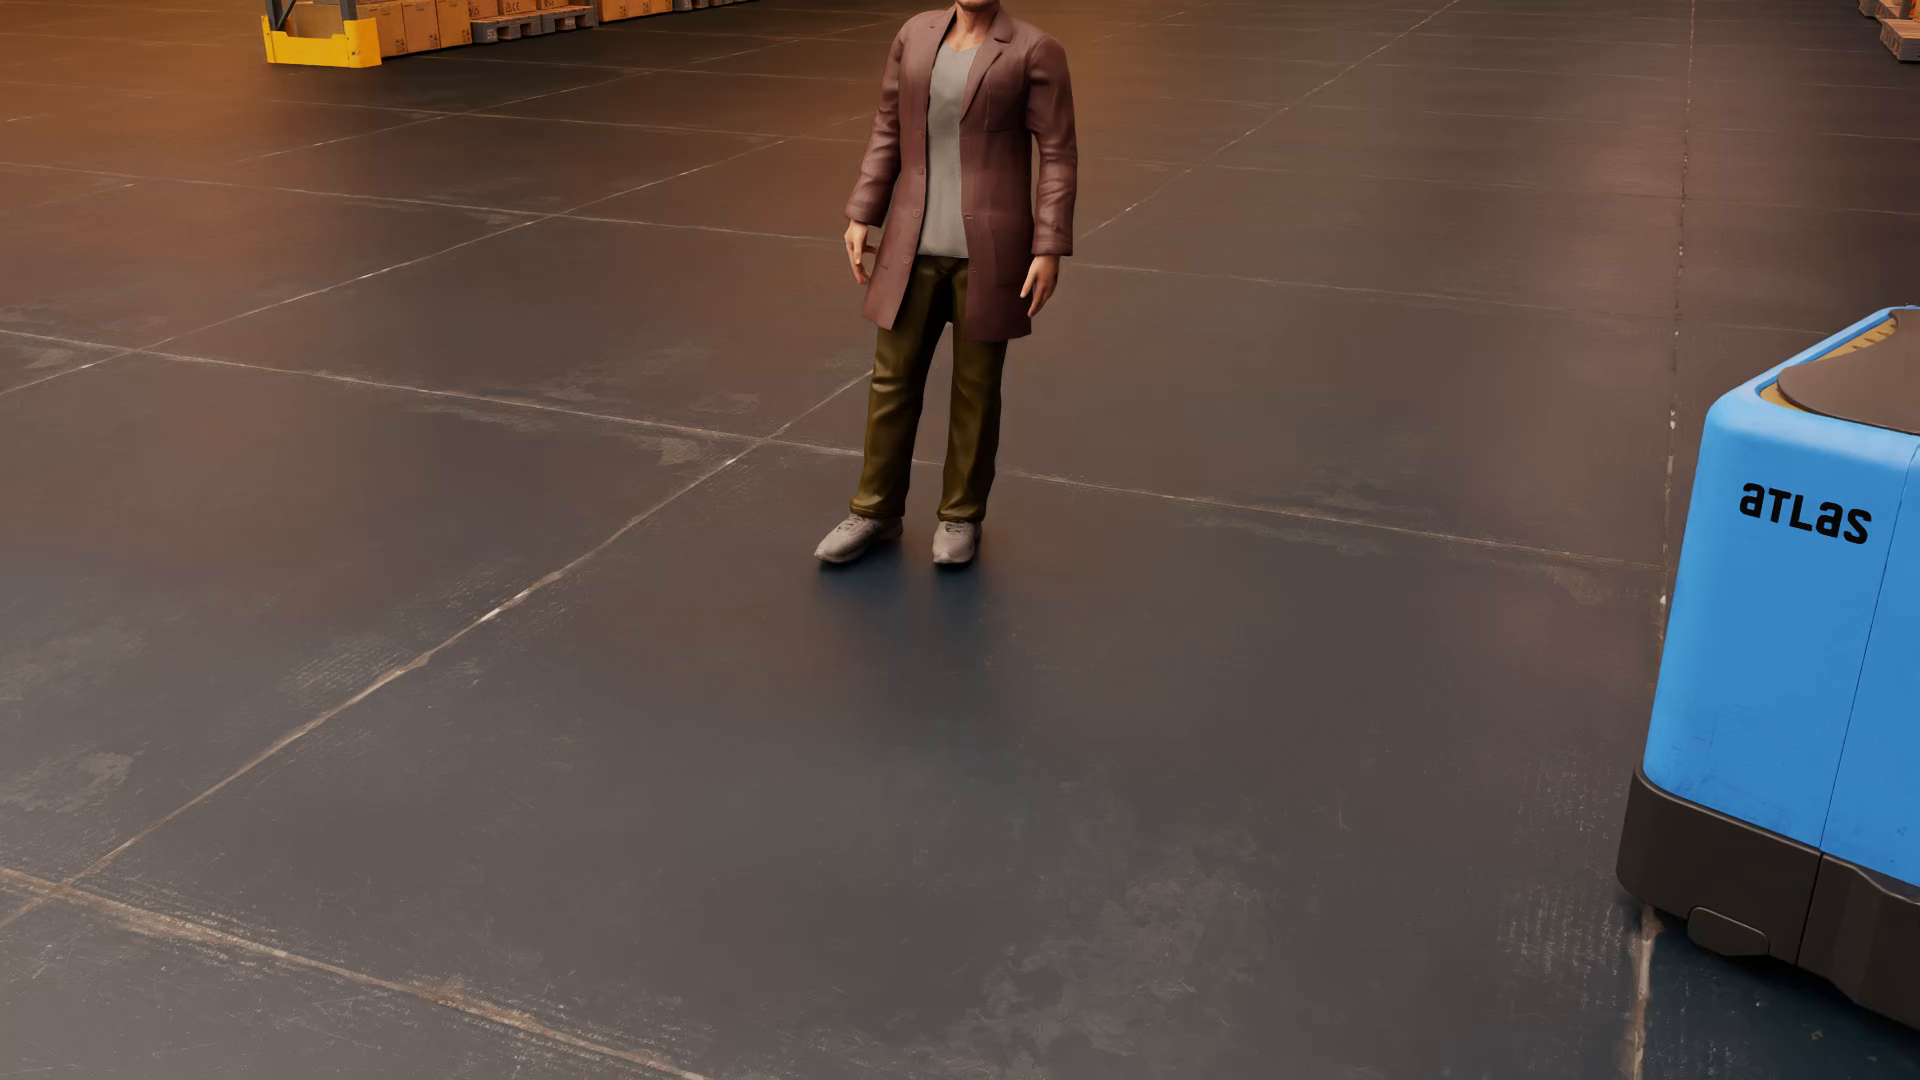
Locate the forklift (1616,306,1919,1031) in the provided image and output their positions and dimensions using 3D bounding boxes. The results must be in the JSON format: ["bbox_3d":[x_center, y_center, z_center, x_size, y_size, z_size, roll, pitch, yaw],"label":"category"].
[{"bbox_3d":[2.704,-0.342,2.111,3.031,2.935,1.130,21,30,40],"label":"forklift"}]

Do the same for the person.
[{"bbox_3d":[-0.039,-0.795,4.670,0.698,1.778,0.579,9,24,21],"label":"person"}]
